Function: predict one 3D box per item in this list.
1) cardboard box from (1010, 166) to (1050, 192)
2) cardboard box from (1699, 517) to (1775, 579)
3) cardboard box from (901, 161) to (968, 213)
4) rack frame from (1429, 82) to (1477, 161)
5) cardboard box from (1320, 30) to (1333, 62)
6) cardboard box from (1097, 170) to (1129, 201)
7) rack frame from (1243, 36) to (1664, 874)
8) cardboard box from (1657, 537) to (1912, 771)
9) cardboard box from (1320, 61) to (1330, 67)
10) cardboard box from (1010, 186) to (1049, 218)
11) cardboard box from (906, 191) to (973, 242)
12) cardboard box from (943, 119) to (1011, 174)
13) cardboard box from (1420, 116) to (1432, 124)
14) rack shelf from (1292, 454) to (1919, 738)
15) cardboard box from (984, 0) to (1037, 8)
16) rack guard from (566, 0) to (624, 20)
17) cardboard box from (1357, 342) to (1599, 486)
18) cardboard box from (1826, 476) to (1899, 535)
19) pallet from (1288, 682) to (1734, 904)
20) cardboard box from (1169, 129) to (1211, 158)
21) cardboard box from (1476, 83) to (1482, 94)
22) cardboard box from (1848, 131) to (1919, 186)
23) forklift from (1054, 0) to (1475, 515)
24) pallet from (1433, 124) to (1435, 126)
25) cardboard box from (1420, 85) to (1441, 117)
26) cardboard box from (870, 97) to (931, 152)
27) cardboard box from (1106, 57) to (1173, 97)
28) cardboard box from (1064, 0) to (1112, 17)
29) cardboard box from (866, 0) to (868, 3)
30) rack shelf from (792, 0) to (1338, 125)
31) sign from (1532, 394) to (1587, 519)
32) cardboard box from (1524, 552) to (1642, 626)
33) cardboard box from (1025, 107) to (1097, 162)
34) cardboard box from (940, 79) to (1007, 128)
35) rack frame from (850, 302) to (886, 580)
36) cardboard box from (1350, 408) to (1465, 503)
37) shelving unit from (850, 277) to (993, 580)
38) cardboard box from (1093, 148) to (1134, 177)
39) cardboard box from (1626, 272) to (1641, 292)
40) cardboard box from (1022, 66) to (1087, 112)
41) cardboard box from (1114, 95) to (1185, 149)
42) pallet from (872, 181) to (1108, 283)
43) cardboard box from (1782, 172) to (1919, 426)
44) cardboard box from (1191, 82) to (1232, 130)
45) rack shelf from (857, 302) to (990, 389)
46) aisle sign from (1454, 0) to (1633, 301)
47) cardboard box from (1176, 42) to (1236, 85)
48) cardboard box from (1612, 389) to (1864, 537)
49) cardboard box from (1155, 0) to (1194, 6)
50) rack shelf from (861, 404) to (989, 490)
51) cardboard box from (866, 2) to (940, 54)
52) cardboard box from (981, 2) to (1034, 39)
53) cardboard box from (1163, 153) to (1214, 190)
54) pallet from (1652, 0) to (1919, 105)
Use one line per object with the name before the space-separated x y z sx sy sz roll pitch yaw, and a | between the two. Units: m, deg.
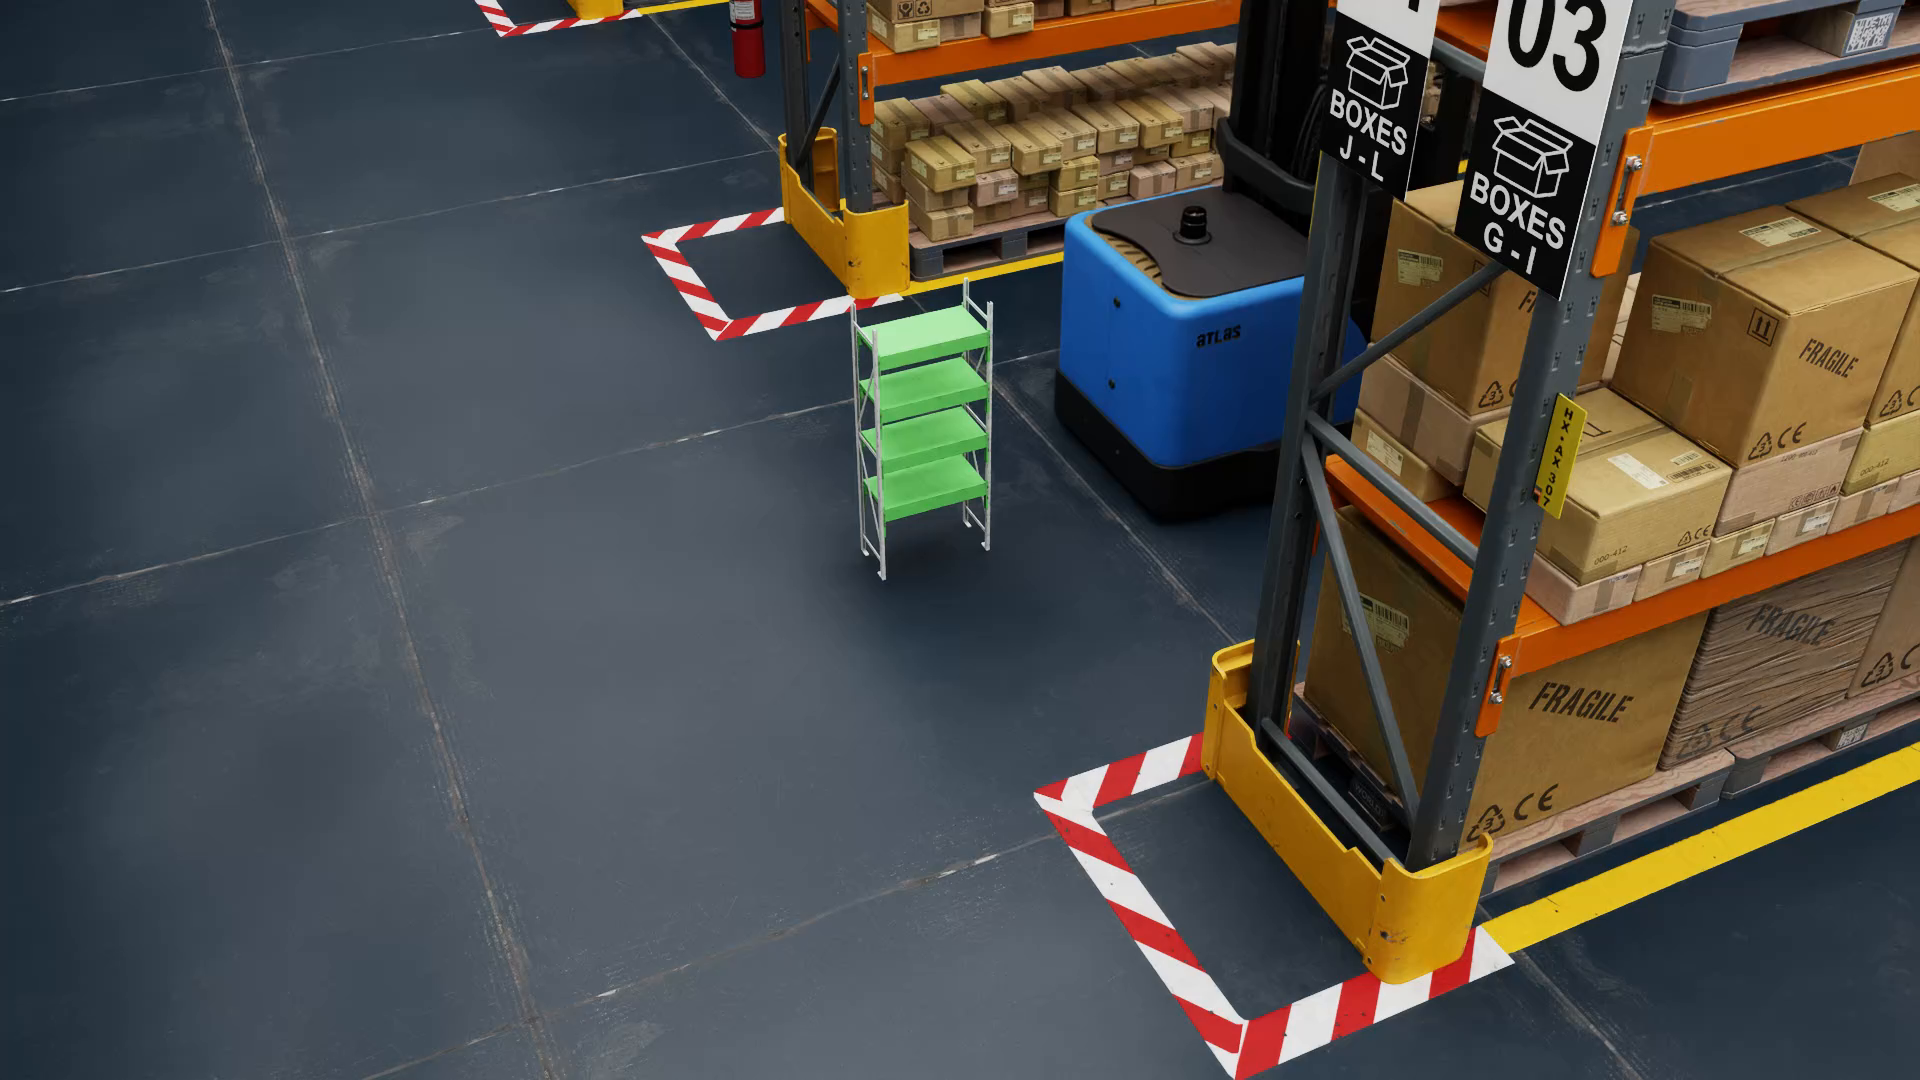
cardboard box | 0.314 -2.117 9.378 0.250 0.149 0.380 -15 39 -19
cardboard box | 2.215 -0.073 5.041 0.250 0.149 0.380 -17 40 -21
cardboard box | -0.142 -1.969 9.178 0.250 0.149 0.380 -14 39 -18
rack frame | 2.895 -3.844 9.915 0.127 3.000 1.000 -16 39 -20
cardboard box | 2.221 -3.093 10.444 0.250 0.149 0.380 -14 39 -18
cardboard box | 0.777 -2.114 9.623 0.250 0.149 0.380 -16 39 -20
rack frame | 1.290 -0.131 4.909 0.127 3.000 1.000 -16 39 -20
cardboard box | 2.659 0.118 6.004 0.875 0.875 0.875 -16 39 -20
cardboard box | 2.247 -2.723 9.945 0.250 0.149 0.380 -16 39 -20
cardboard box | 0.309 -1.992 9.459 0.250 0.149 0.380 -15 39 -19
cardboard box | -0.115 -1.815 9.220 0.250 0.149 0.380 -15 39 -19
cardboard box | 0.092 -2.178 9.210 0.250 0.149 0.380 -15 39 -19
cardboard box | 2.685 -2.585 10.257 0.250 0.149 0.380 -15 39 -19
rack shelf | 3.101 -0.349 5.806 4.000 0.370 1.077 -16 39 -20
cardboard box | 0.272 -3.105 8.585 0.500 0.500 0.500 -16 39 -20
rack guard | -2.942 -4.465 12.851 0.348 0.500 1.175 -16 39 -20
cardboard box | 1.616 -0.456 5.223 0.500 0.250 0.500 -16 40 -21
cardboard box | 2.681 -0.203 5.217 0.250 0.149 0.380 -16 40 -21
pallet | 1.981 0.744 6.070 1.213 0.211 1.003 -16 39 -20
cardboard box | 1.269 -2.396 9.754 0.250 0.149 0.380 -14 39 -18
cardboard box | 3.677 -3.053 10.594 0.500 0.500 0.500 -14 39 -18
cardboard box | 3.451 -1.266 5.686 0.500 0.500 0.500 -17 40 -21
forklift | 2.010 -1.877 7.320 3.031 2.935 1.130 -16 39 -20
pallet | 2.302 -2.535 10.491 1.213 0.211 1.003 -16 39 -20
cardboard box | 2.745 -2.736 10.212 0.250 0.149 0.380 -15 39 -19
cardboard box | -0.354 -2.365 9.462 0.250 0.149 0.380 -15 39 -19
cardboard box | 1.070 -2.749 9.980 0.250 0.149 0.380 -15 39 -20
cardboard box | 0.618 -2.957 8.930 0.250 0.149 0.380 -16 39 -20
cardboard box | -0.551 -2.966 8.941 0.250 0.149 0.380 -16 39 -20
rack shelf | 1.085 -3.049 9.447 4.000 0.370 1.077 -16 39 -20
sign | 1.521 -0.210 4.222 0.005 0.325 0.100 -16 39 -20
cardboard box | 1.752 0.058 4.865 0.250 0.149 0.380 -15 39 -19
cardboard box | 0.563 -2.280 9.348 0.250 0.149 0.380 -18 40 -22
cardboard box | 0.078 -2.532 9.686 0.250 0.149 0.380 -16 40 -21
rack frame | -0.371 -0.378 6.753 0.015 1.200 0.240 -16 39 -20
cardboard box | 1.473 -0.298 5.345 0.250 0.149 0.380 -15 39 -19
shelving unit | -0.150 -0.440 6.836 0.503 1.200 0.258 -16 39 -20
cardboard box | 0.792 -2.242 9.546 0.250 0.149 0.380 -18 40 -22
cardboard box | 2.536 -0.713 5.570 0.500 0.250 0.500 -17 40 -21
cardboard box | 0.559 -2.661 9.861 0.250 0.149 0.380 -14 39 -18
cardboard box | 1.076 -2.387 9.492 0.250 0.149 0.380 -15 39 -19
pallet | 0.094 -1.917 9.658 1.213 0.211 1.003 -16 39 -20
cardboard box | 2.759 -0.729 4.961 0.500 0.500 0.500 -17 40 -21
cardboard box | 1.534 -2.507 9.653 0.250 0.149 0.380 -17 40 -22
rack shelf | -0.150 -0.774 6.588 0.480 0.148 0.258 -16 39 -20
aisle sign | 1.353 -0.995 3.892 0.004 0.787 0.394 -16 39 -20
cardboard box | 1.521 -2.904 10.189 0.250 0.149 0.380 -15 39 -19
cardboard box | 2.307 -0.302 5.015 0.500 0.250 0.500 -16 39 -20
cardboard box | 1.097 -3.058 9.066 0.250 0.149 0.380 -14 39 -18
rack shelf | -0.150 -0.389 6.874 0.480 0.148 0.258 -16 39 -20
cardboard box | -0.293 -2.636 8.497 0.250 0.149 0.380 -16 39 -20
cardboard box | 0.186 -2.762 8.667 0.250 0.149 0.380 -17 40 -21
cardboard box | 1.279 -2.214 9.758 0.250 0.149 0.380 -16 39 -20
pallet | 1.957 -1.494 4.303 1.213 0.211 1.003 -16 39 -20
